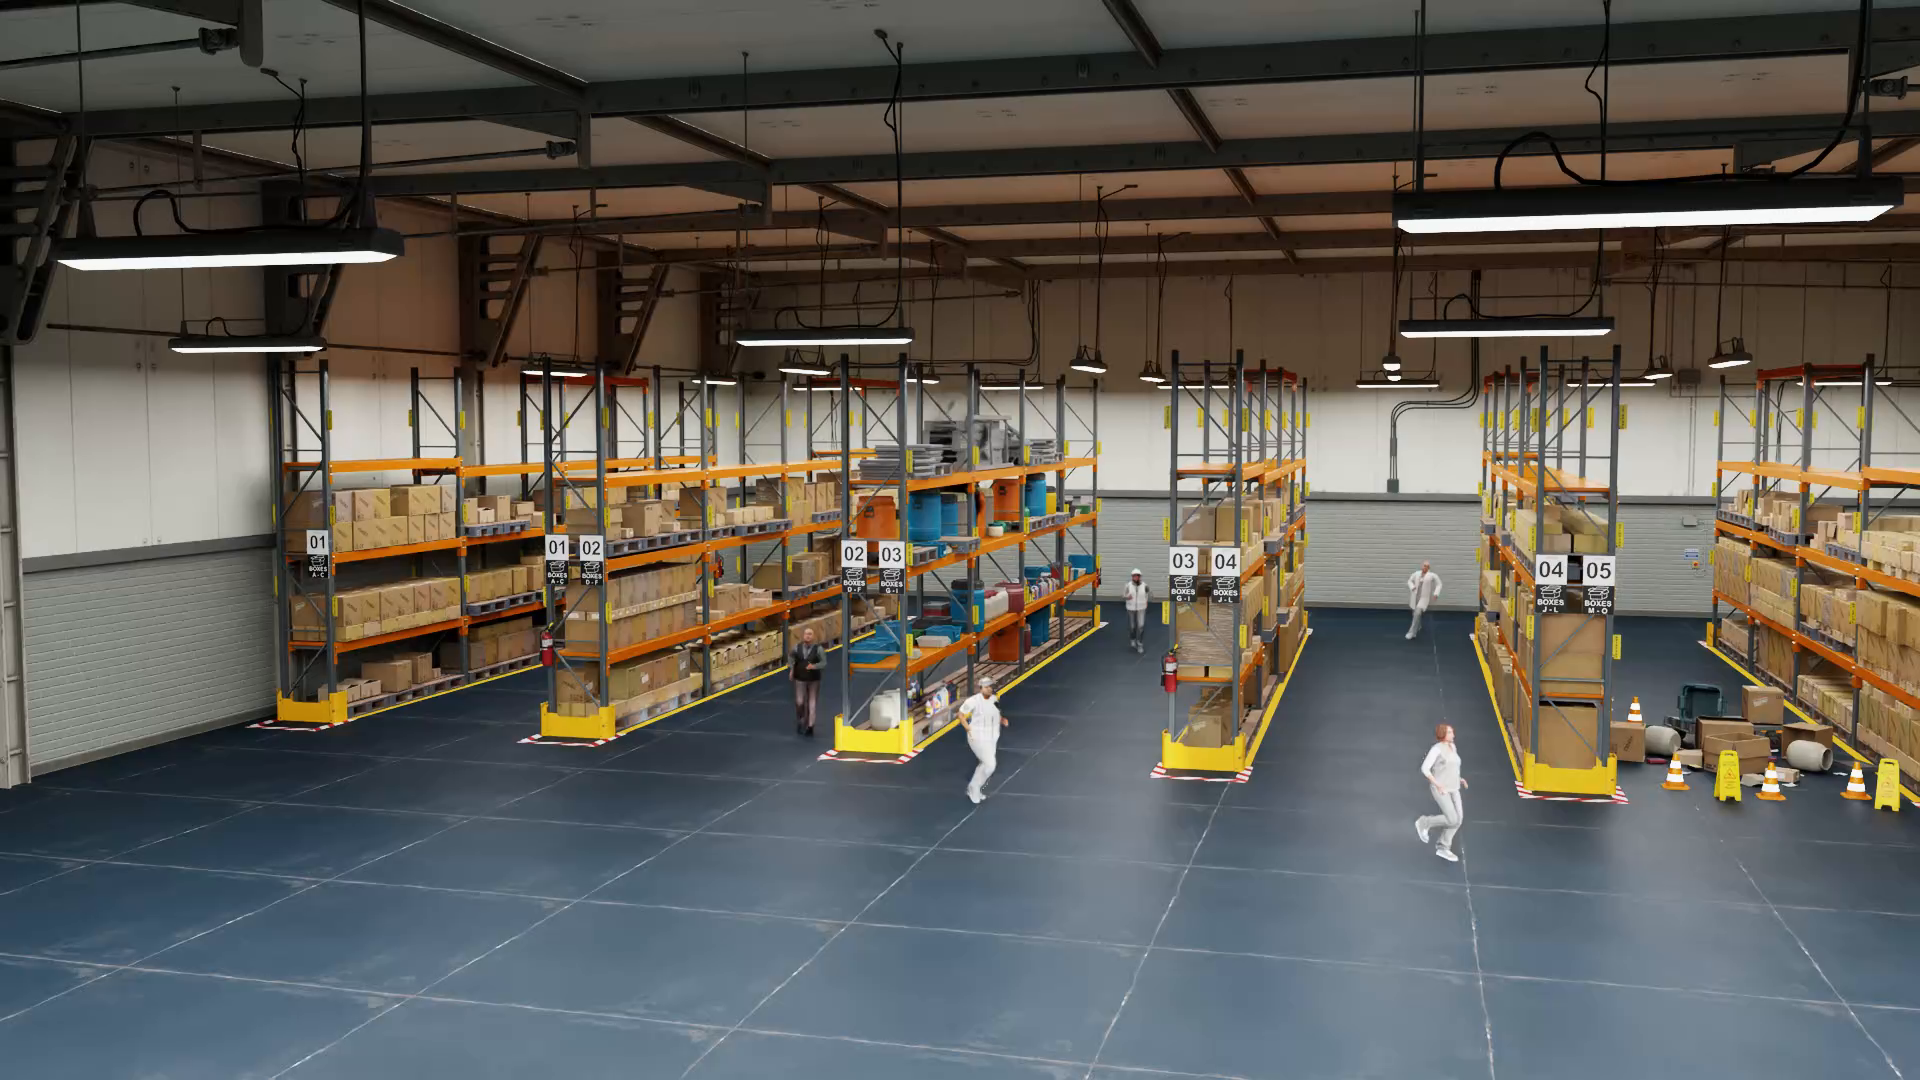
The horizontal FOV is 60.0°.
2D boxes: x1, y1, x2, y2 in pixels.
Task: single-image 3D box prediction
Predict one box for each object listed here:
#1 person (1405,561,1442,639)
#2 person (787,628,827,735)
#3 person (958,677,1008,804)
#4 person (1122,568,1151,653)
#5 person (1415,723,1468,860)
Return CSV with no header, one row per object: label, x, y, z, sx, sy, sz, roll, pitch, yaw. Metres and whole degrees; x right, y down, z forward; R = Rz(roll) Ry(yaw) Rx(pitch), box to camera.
person,10.581,1.357,38.083,0.761,1.746,1.024,3,5,38
person,-2.426,2.249,26.341,0.644,1.698,0.642,0,4,-2
person,0.343,2.622,21.775,0.580,1.664,0.645,-4,6,-43
person,3.819,1.523,36.074,0.605,1.822,0.845,1,4,8
person,5.521,2.912,19.071,0.544,1.470,0.544,-3,5,-39
